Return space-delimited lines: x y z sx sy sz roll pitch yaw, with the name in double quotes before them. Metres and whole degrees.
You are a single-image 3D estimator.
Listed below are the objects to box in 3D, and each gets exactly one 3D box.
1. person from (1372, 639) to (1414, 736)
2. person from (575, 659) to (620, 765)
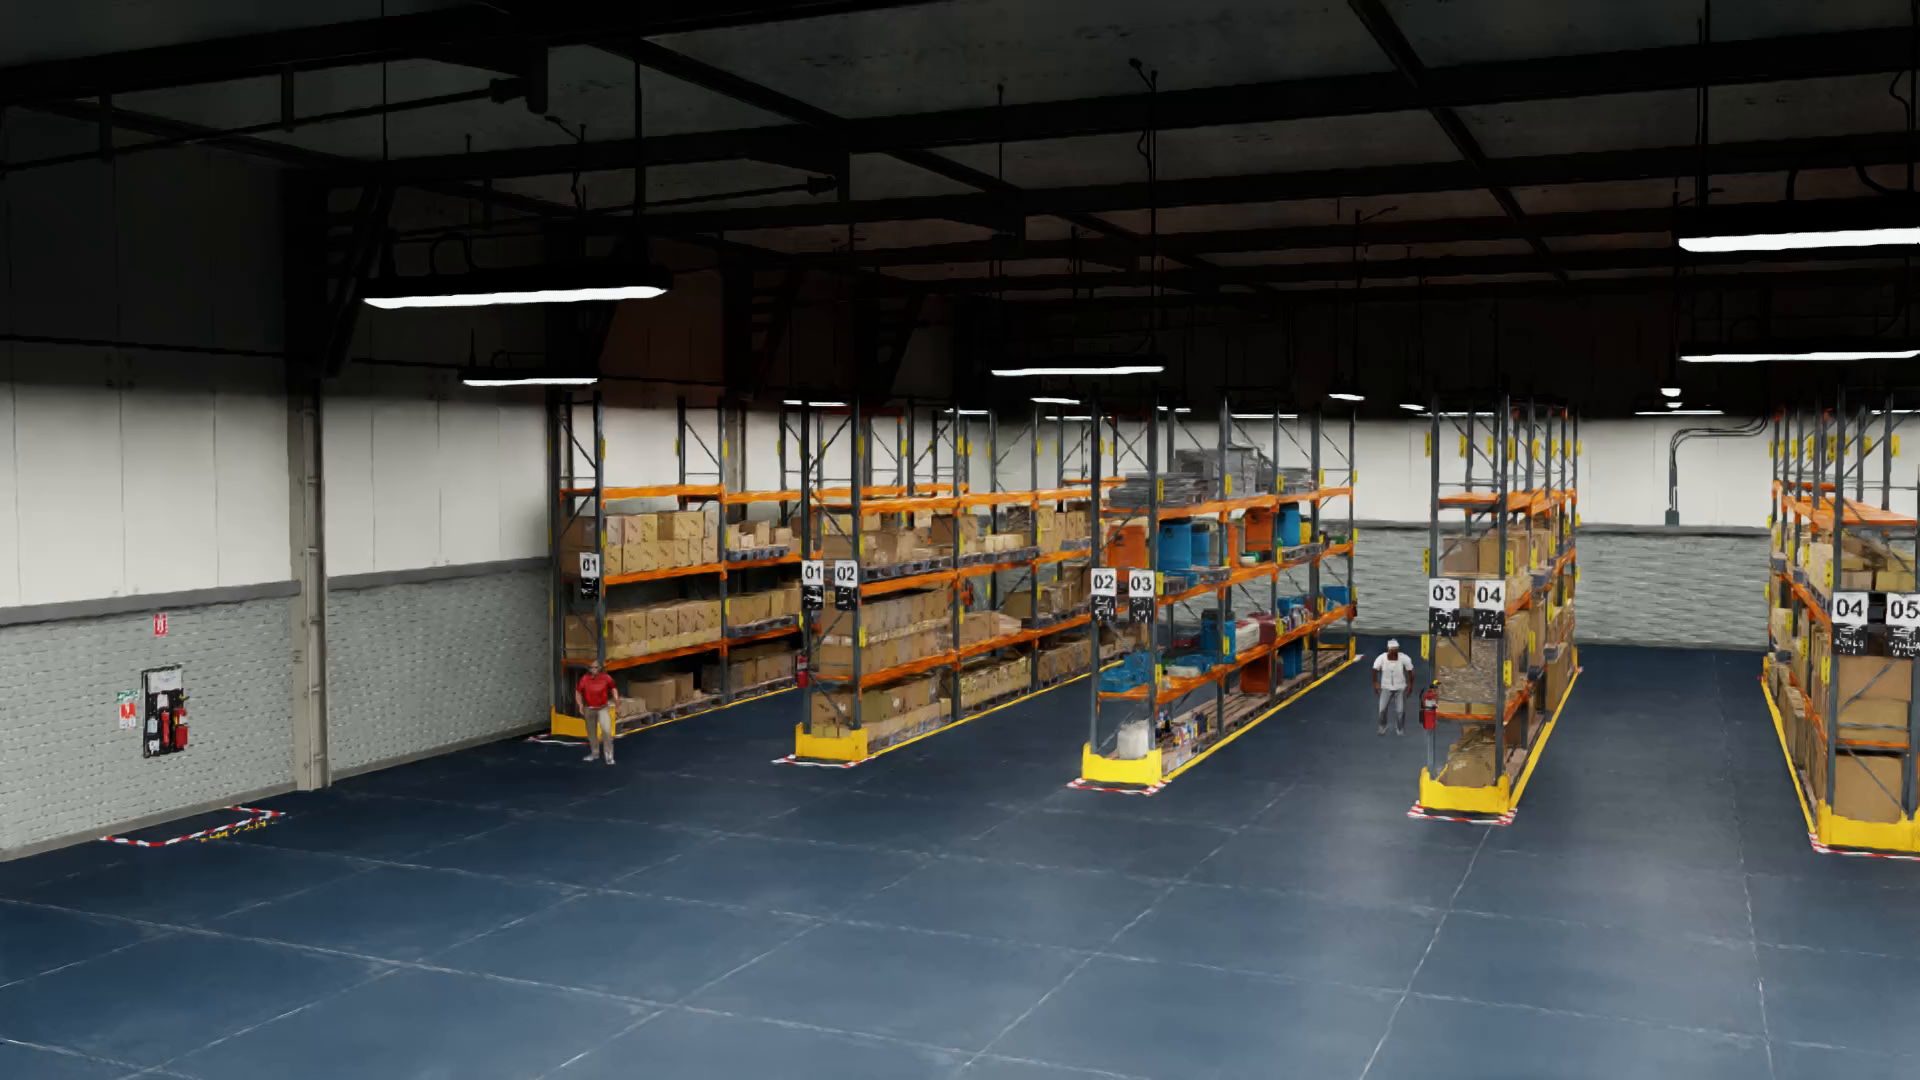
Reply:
"person" 7.507 2.557 28.880 0.708 1.714 0.572 1 3 22
"person" -5.735 2.706 26.376 0.702 1.669 0.808 0 3 4
